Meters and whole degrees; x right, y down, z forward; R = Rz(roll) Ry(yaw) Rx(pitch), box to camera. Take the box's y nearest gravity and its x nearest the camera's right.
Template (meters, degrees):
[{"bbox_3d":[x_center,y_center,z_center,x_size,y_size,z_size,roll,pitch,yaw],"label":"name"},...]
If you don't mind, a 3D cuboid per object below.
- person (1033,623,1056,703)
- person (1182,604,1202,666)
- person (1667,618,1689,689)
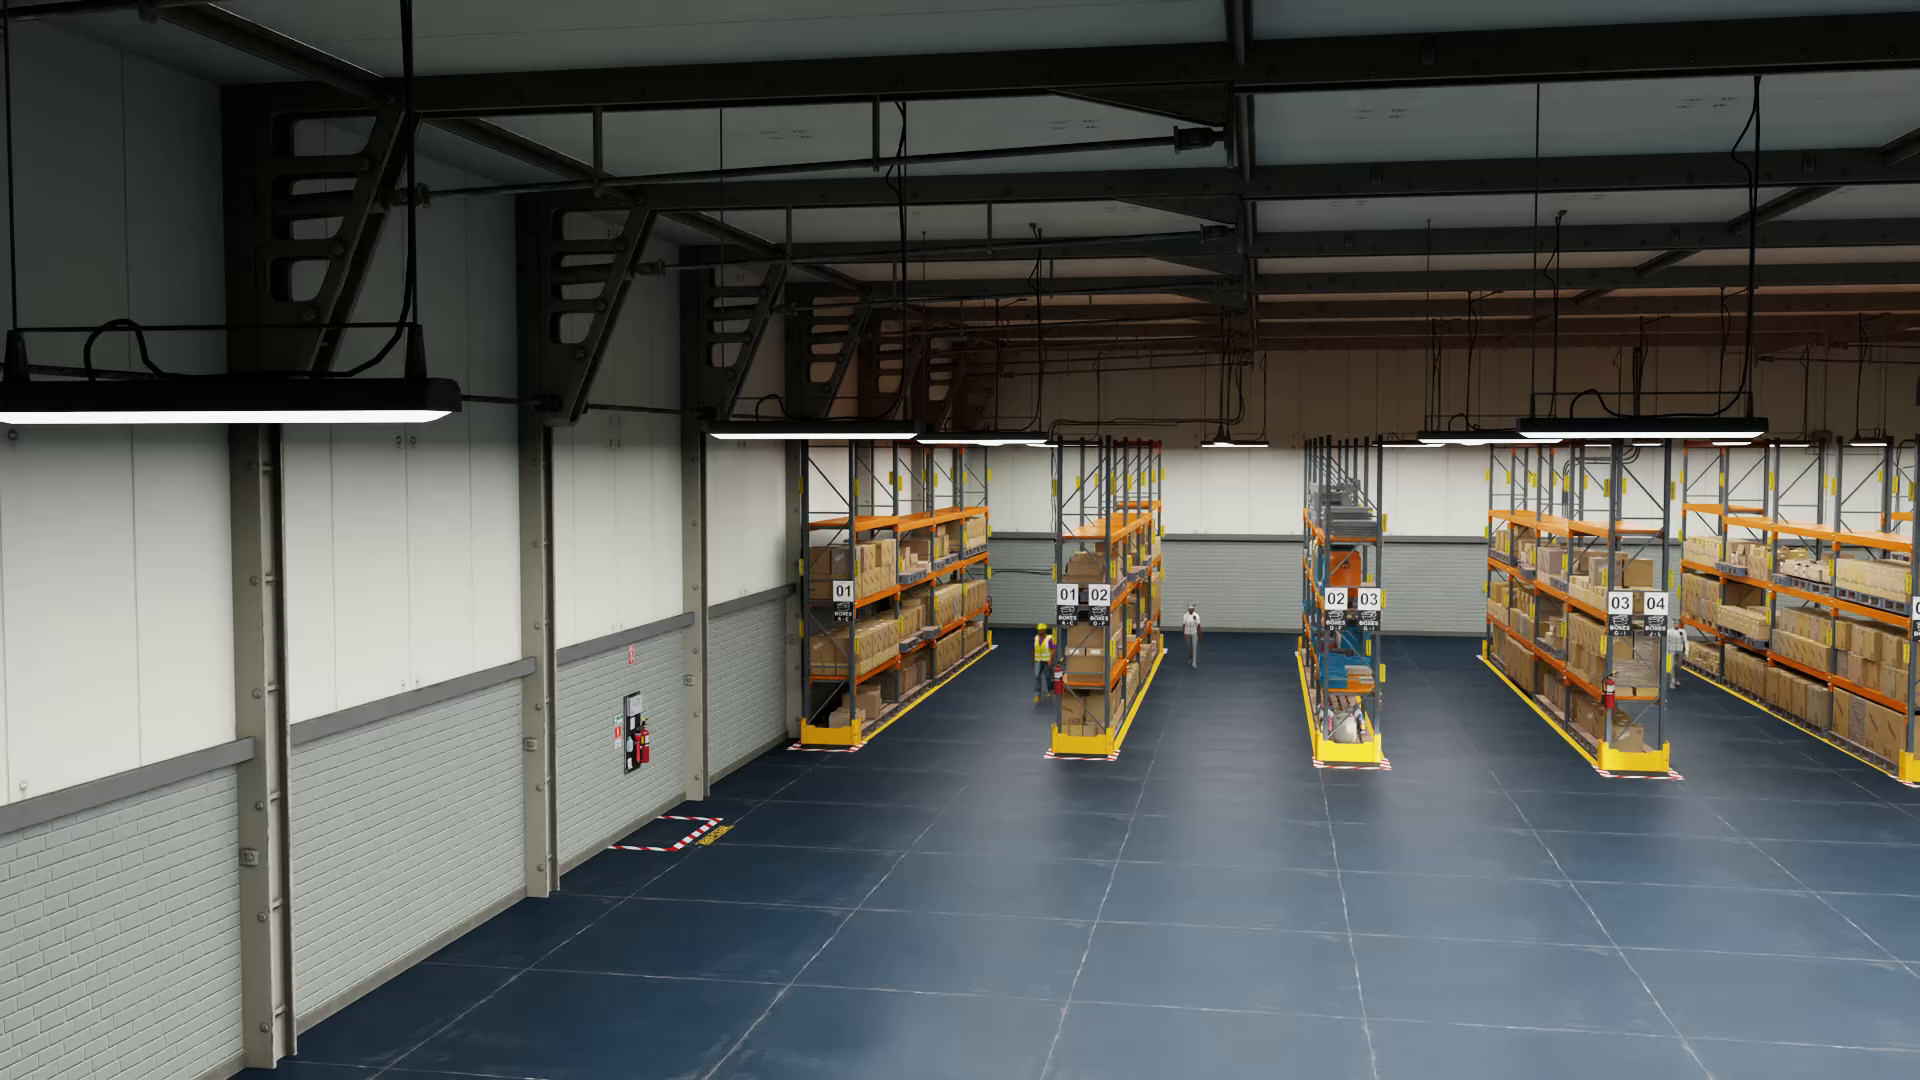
[{"bbox_3d":[1.880,2.789,38.043,0.609,1.764,0.828,1,3,24],"label":"person"},{"bbox_3d":[6.124,2.499,44.039,0.484,1.634,0.918,1,3,21],"label":"person"},{"bbox_3d":[17.321,2.721,40.174,0.535,1.676,0.661,1,3,20],"label":"person"}]
